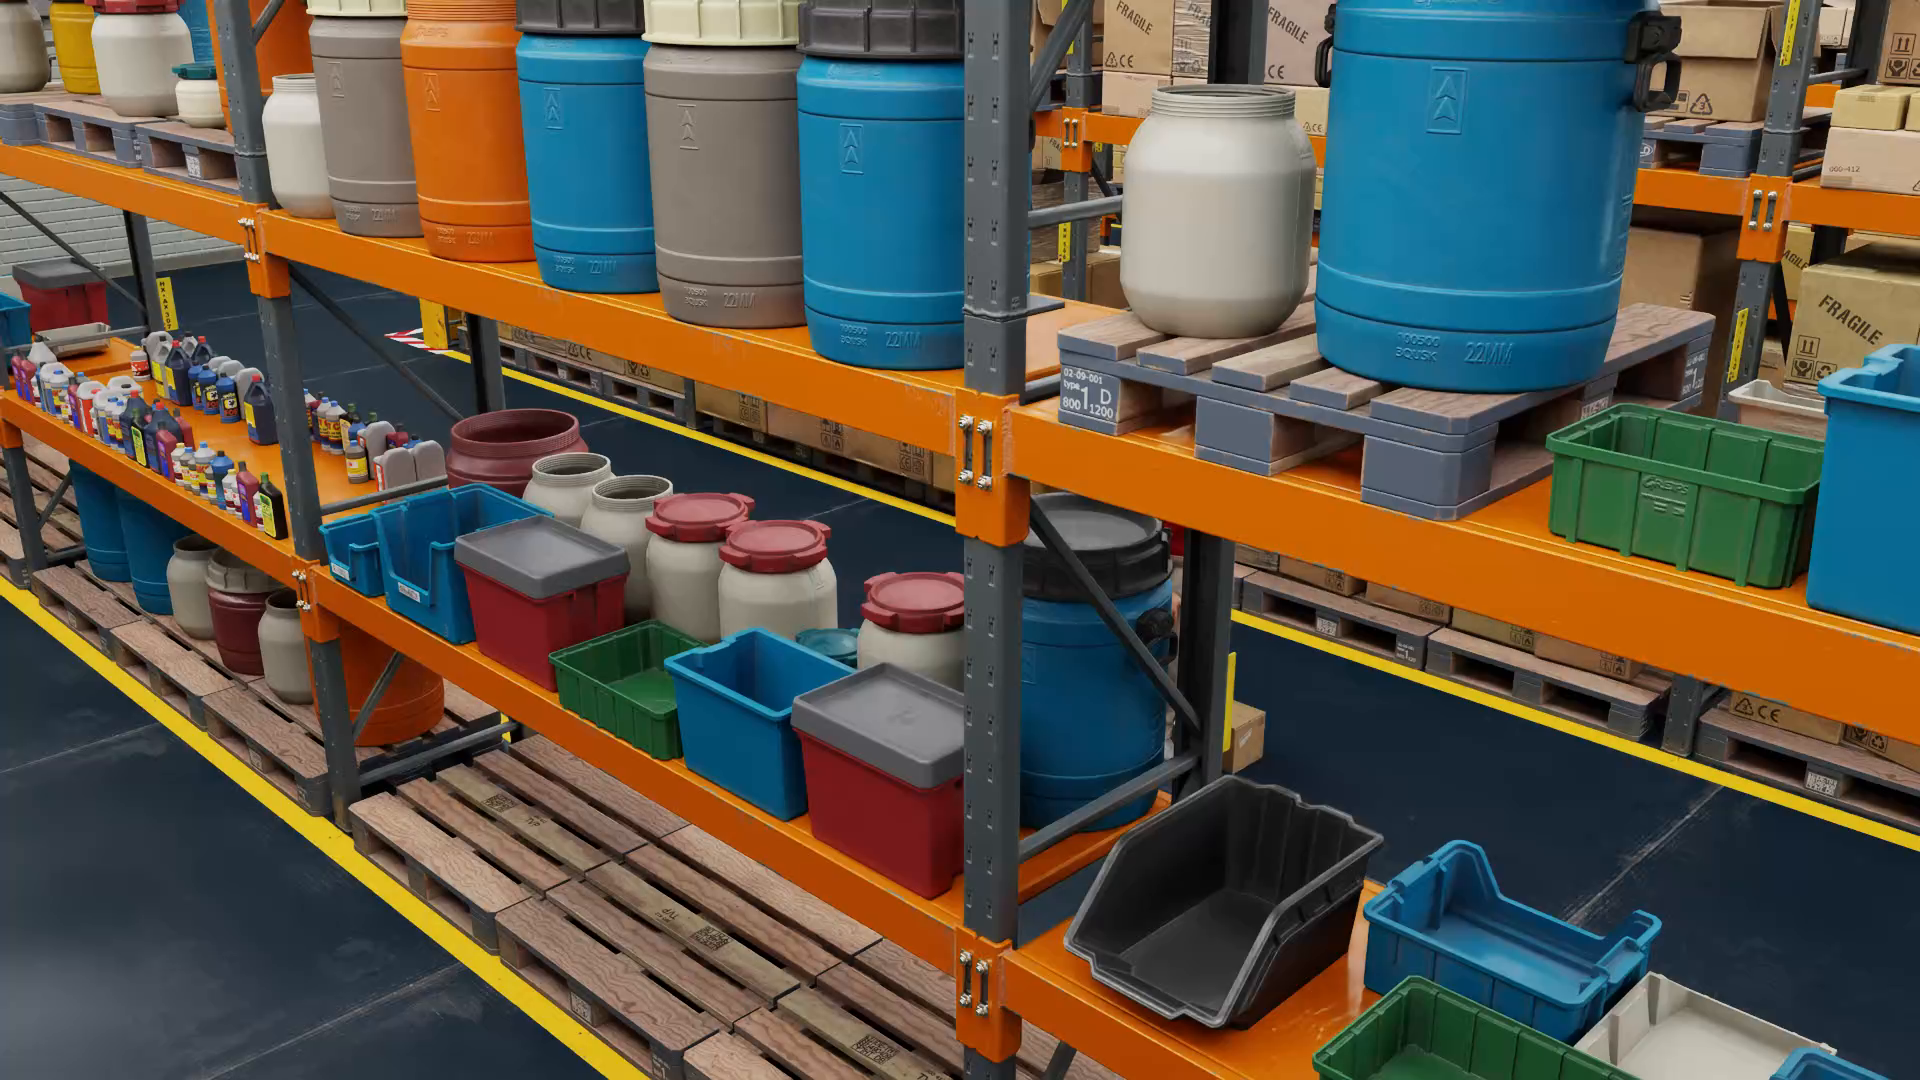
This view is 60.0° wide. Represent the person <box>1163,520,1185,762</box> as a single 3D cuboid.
[{"bbox_3d":[1.130,0.201,8.058,0.393,1.726,0.603,17,26,38],"label":"person"}]
